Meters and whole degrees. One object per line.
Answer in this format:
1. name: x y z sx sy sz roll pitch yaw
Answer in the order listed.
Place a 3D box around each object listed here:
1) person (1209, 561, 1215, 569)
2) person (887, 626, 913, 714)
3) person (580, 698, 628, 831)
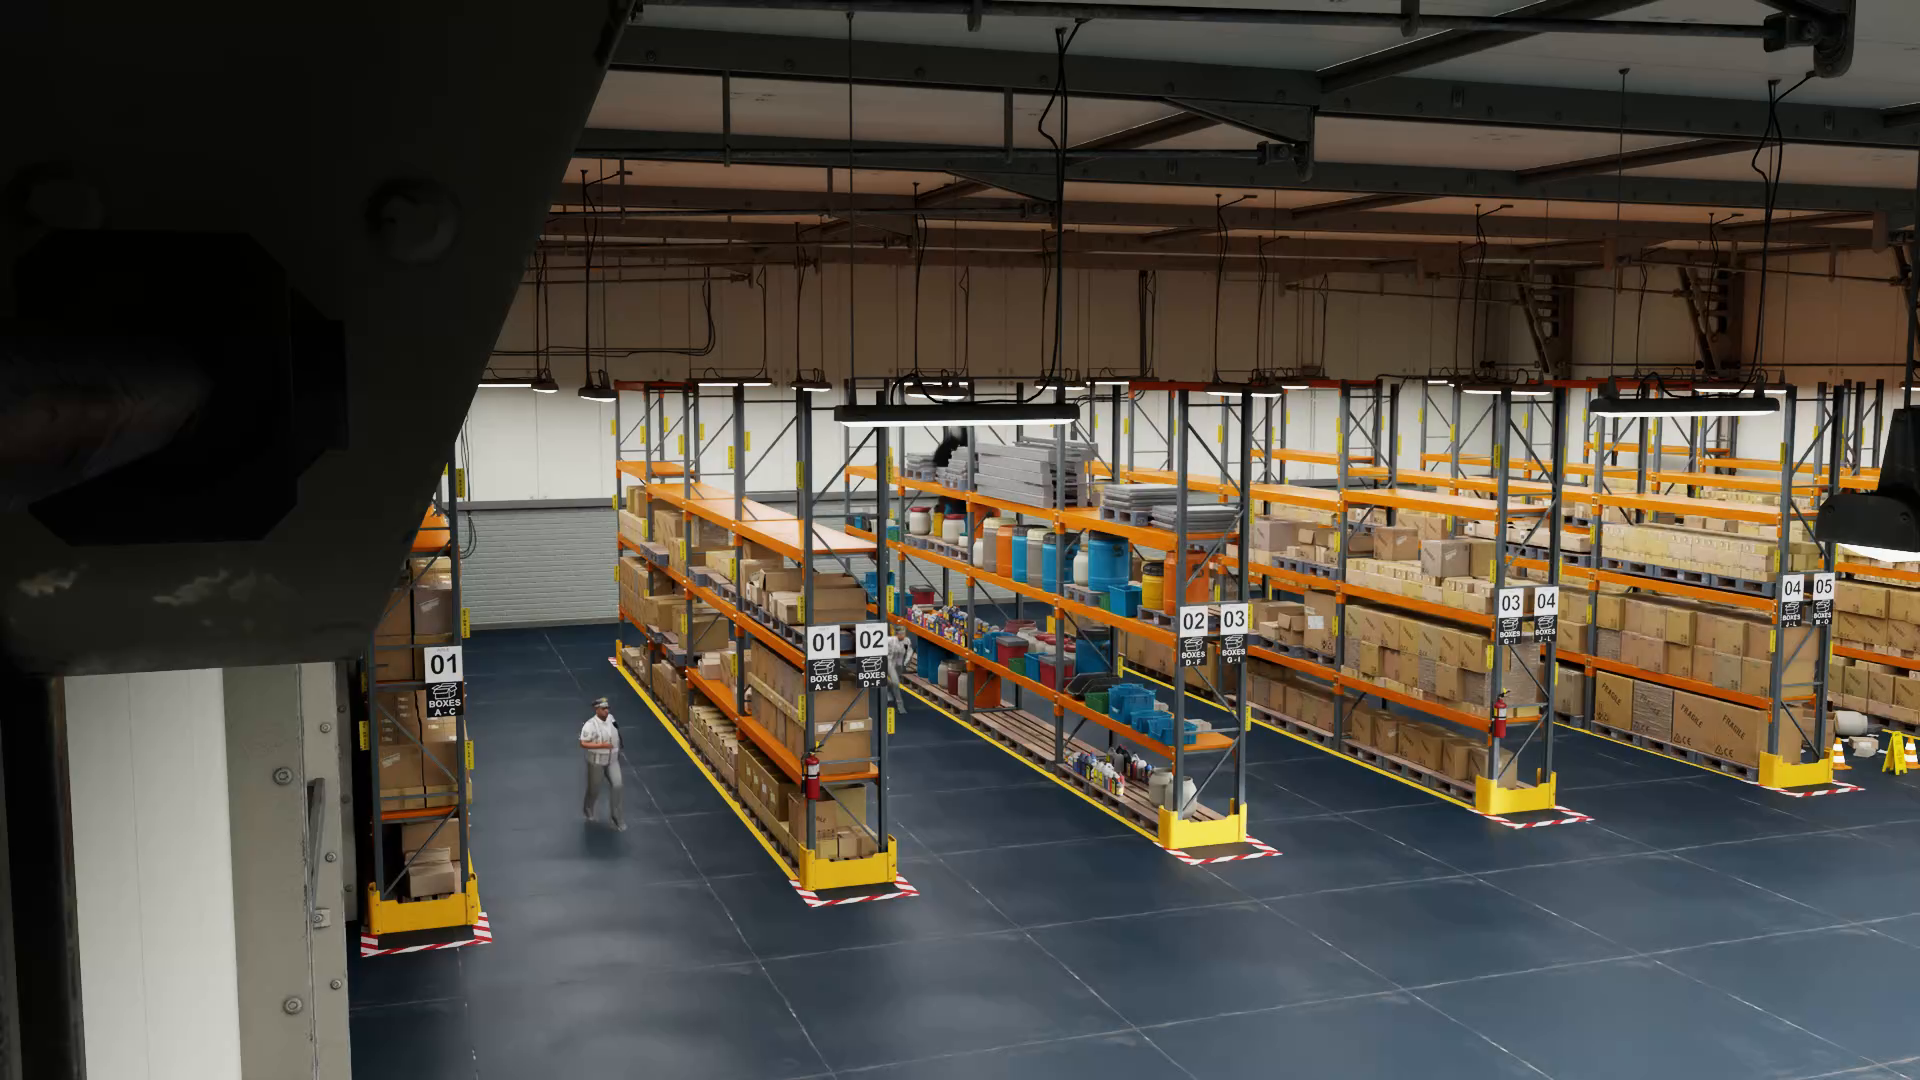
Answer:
1. person: 5.933 1.302 39.940 0.610 1.618 0.573 1 6 8
2. person: -1.221 2.335 30.568 0.656 1.627 0.980 -2 6 -20
3. person: -4.916 3.046 22.751 0.644 1.839 0.826 -5 8 -40
